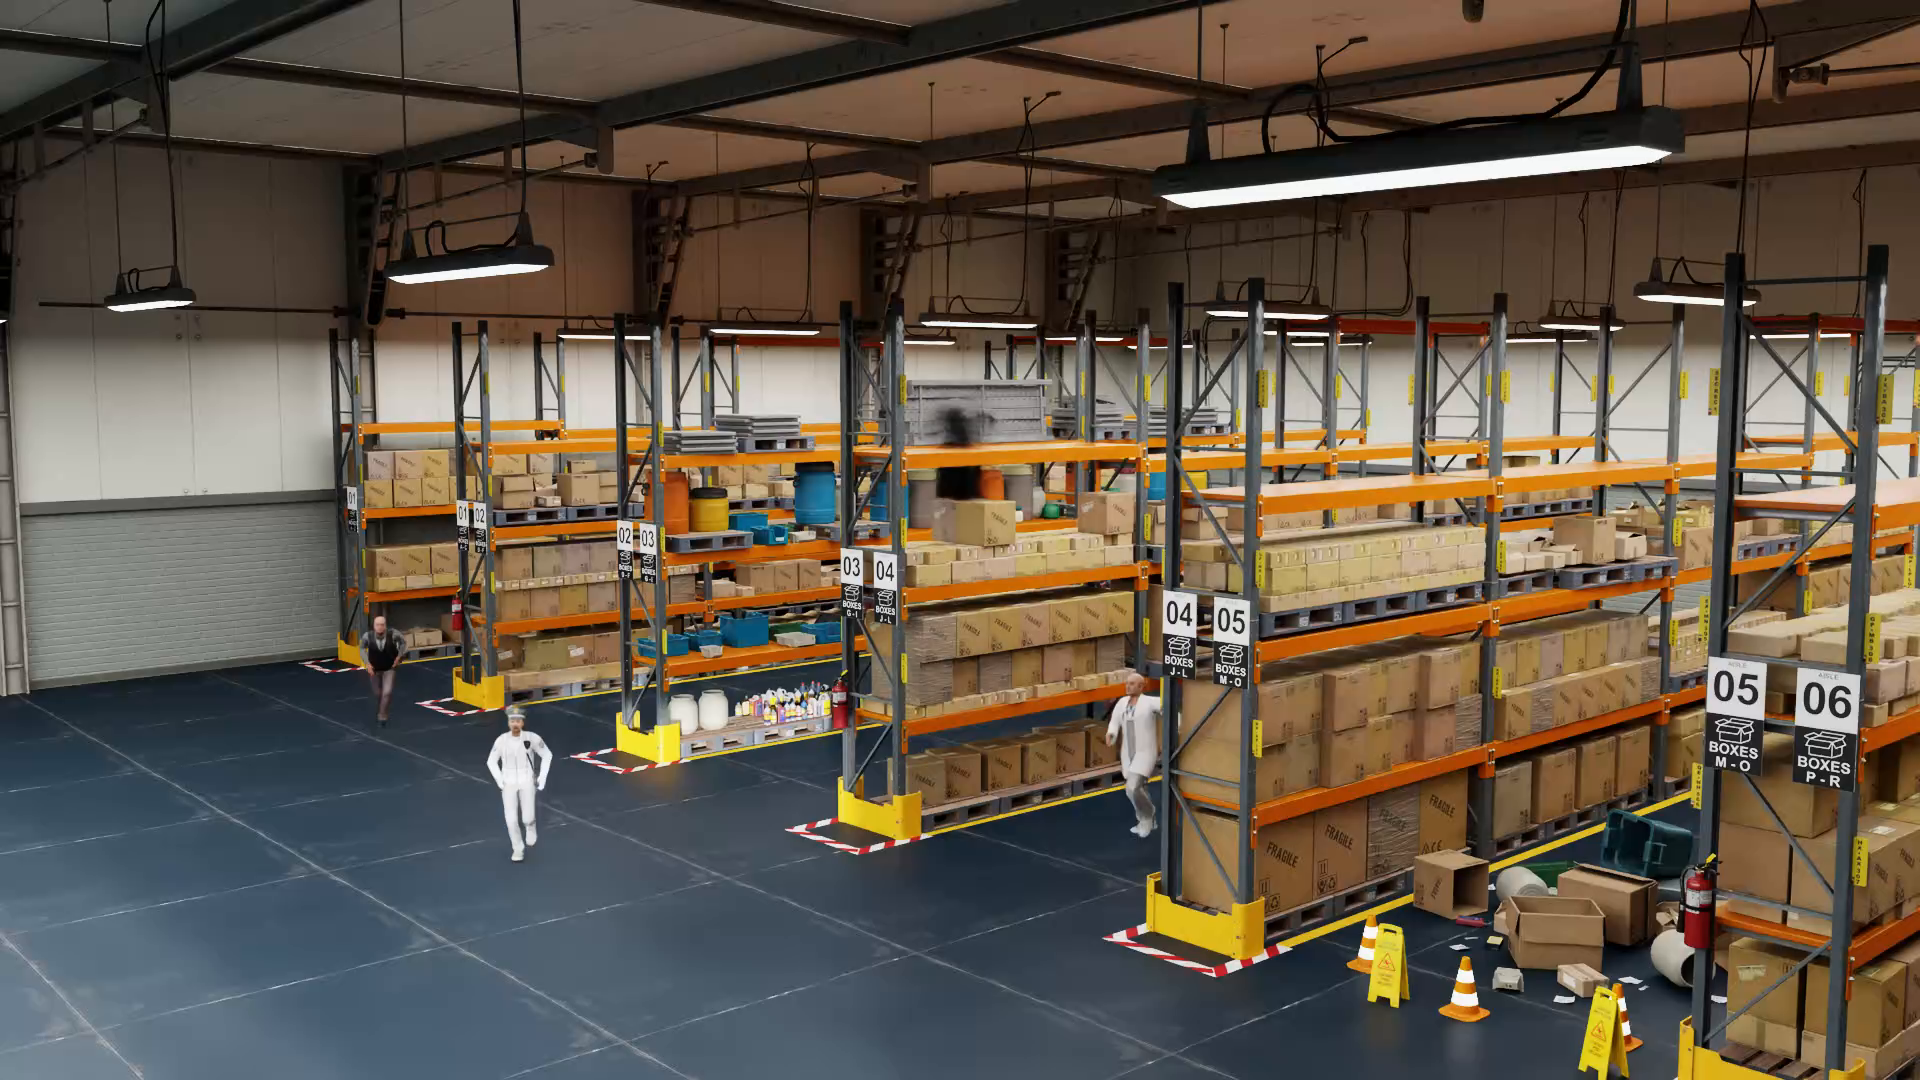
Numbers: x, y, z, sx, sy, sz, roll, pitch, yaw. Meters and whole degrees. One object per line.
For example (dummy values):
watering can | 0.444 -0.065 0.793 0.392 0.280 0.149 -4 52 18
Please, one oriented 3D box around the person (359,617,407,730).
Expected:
person | -8.555 1.930 24.677 0.672 1.690 0.942 -2 6 -20

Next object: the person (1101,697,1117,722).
person | 2.272 1.983 24.031 0.566 1.620 0.577 -5 8 -43

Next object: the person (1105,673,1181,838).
person | 1.874 2.316 17.483 0.735 1.672 0.816 6 8 44

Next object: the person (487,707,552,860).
person | -4.706 2.588 17.774 0.669 1.639 0.581 -1 6 -9
